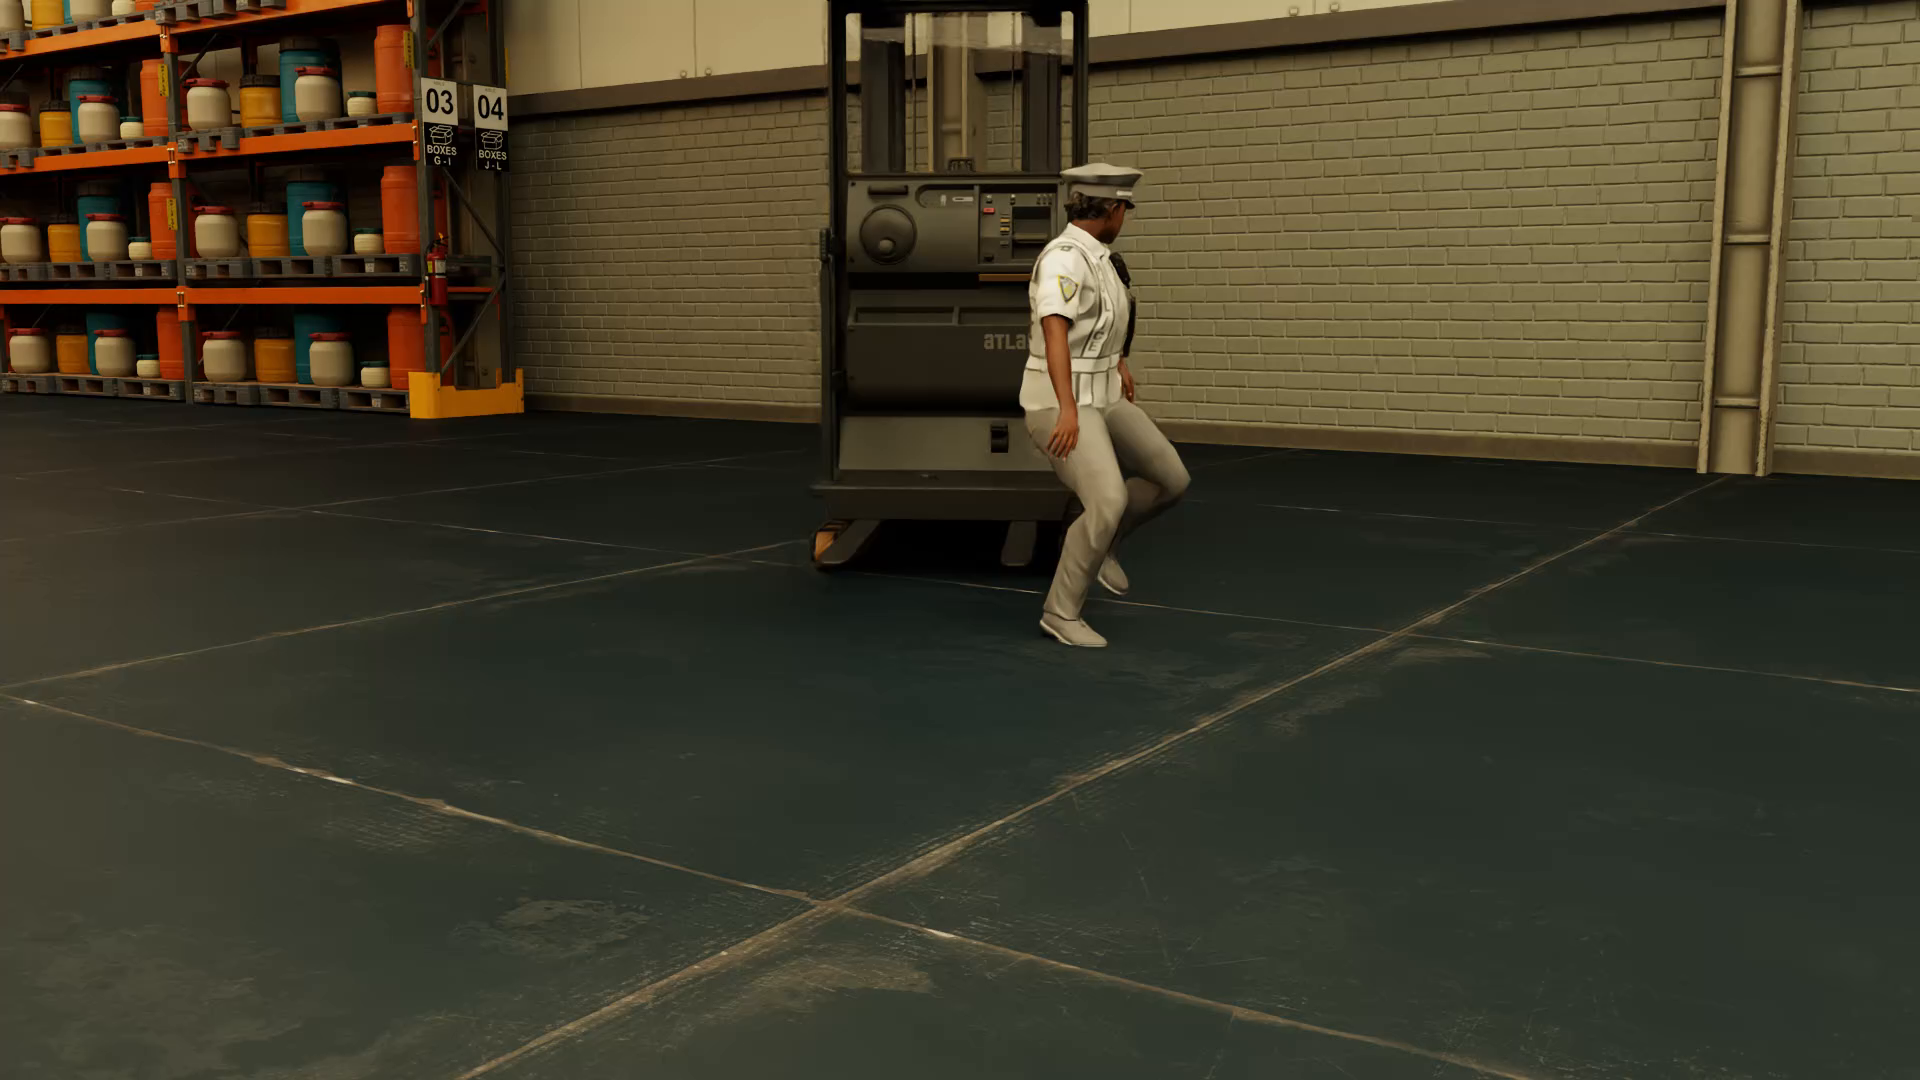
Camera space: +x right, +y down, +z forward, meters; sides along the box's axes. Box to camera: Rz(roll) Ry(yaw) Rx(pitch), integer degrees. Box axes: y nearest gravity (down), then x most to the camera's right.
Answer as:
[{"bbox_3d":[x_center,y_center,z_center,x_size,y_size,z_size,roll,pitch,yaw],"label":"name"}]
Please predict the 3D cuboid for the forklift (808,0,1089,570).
[{"bbox_3d":[-0.024,-1.364,6.786,1.130,2.935,3.031,1,8,4],"label":"forklift"}]

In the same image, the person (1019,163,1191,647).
[{"bbox_3d":[0.437,-0.447,5.449,0.489,1.542,0.955,4,9,29],"label":"person"}]
